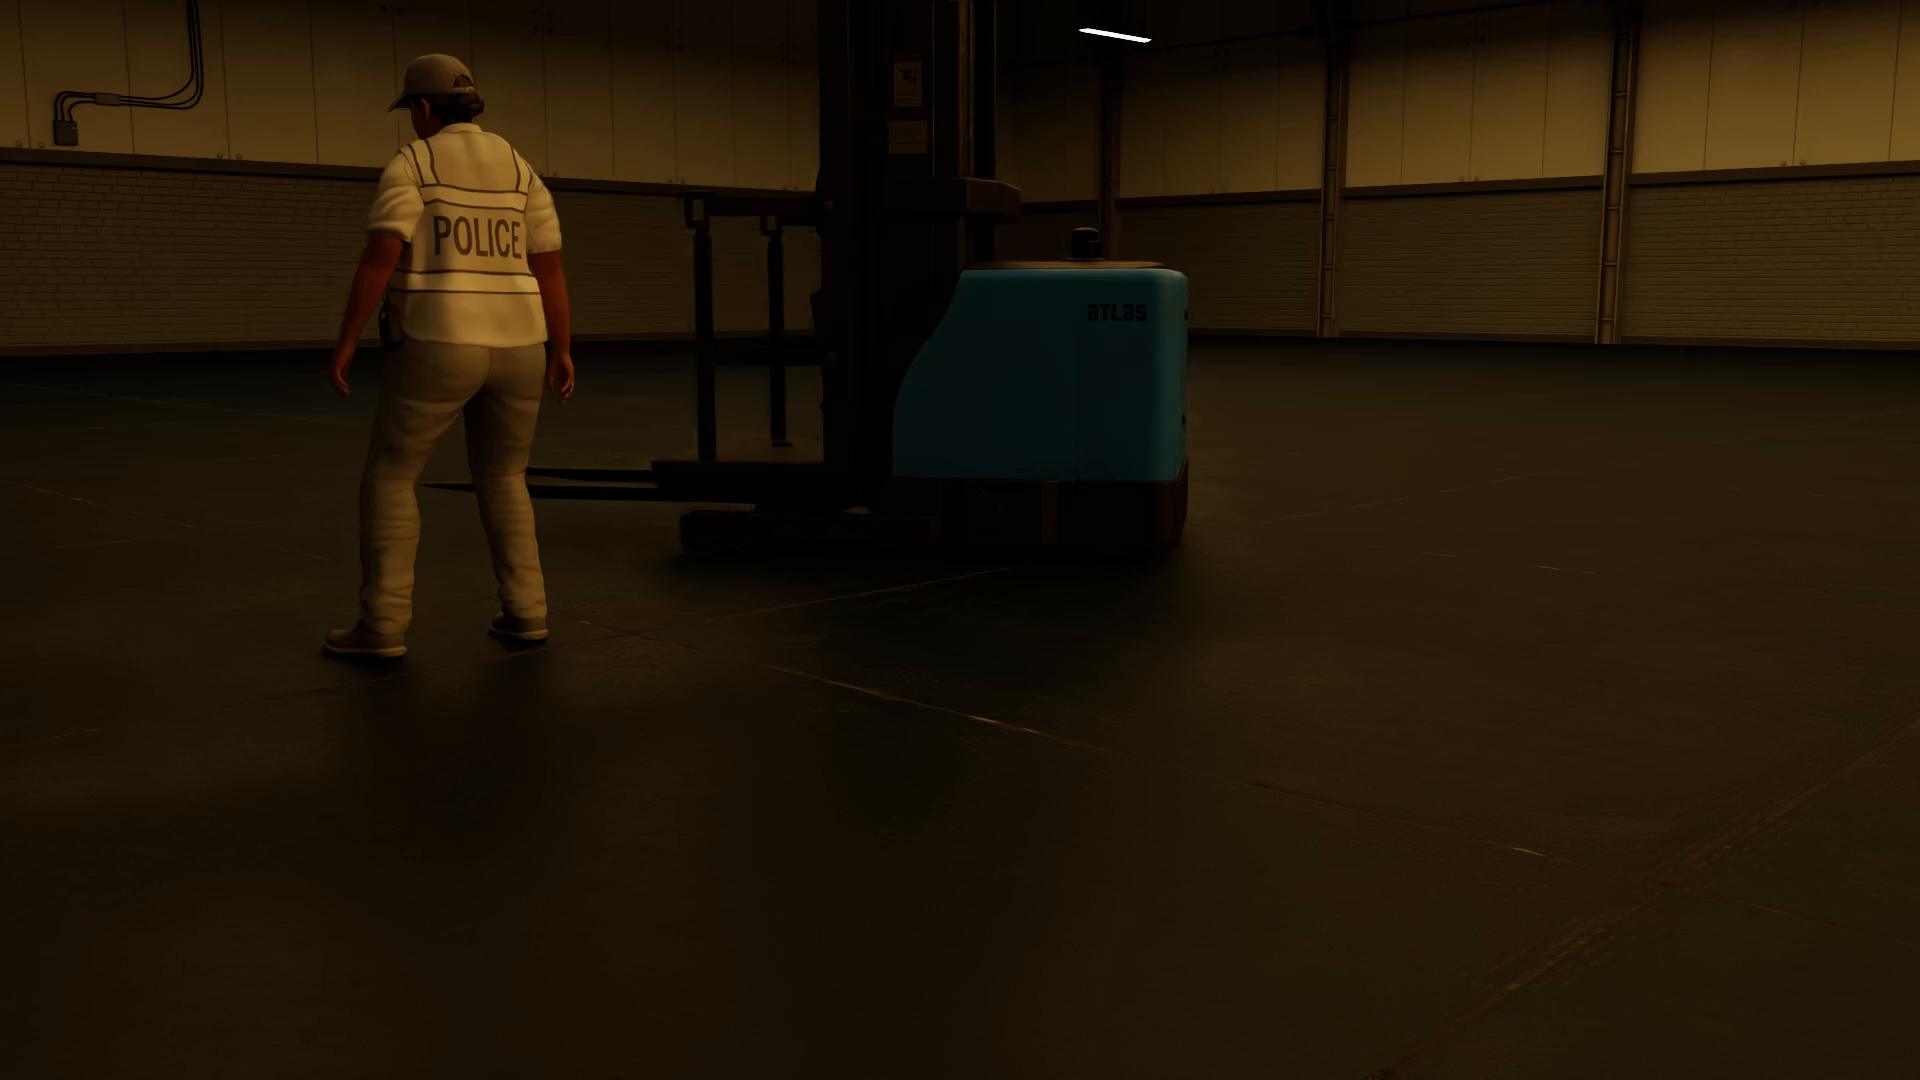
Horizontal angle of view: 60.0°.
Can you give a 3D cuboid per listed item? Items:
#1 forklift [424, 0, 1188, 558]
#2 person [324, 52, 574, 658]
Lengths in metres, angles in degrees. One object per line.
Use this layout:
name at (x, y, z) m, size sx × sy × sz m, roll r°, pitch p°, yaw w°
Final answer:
forklift at (-0.616, -1.463, 6.591) m, size 3.031 × 2.935 × 1.130 m, roll 1°, pitch 9°, yaw 10°
person at (-1.418, -0.520, 4.655) m, size 0.433 × 1.646 × 0.708 m, roll 8°, pitch 12°, yaw 44°
